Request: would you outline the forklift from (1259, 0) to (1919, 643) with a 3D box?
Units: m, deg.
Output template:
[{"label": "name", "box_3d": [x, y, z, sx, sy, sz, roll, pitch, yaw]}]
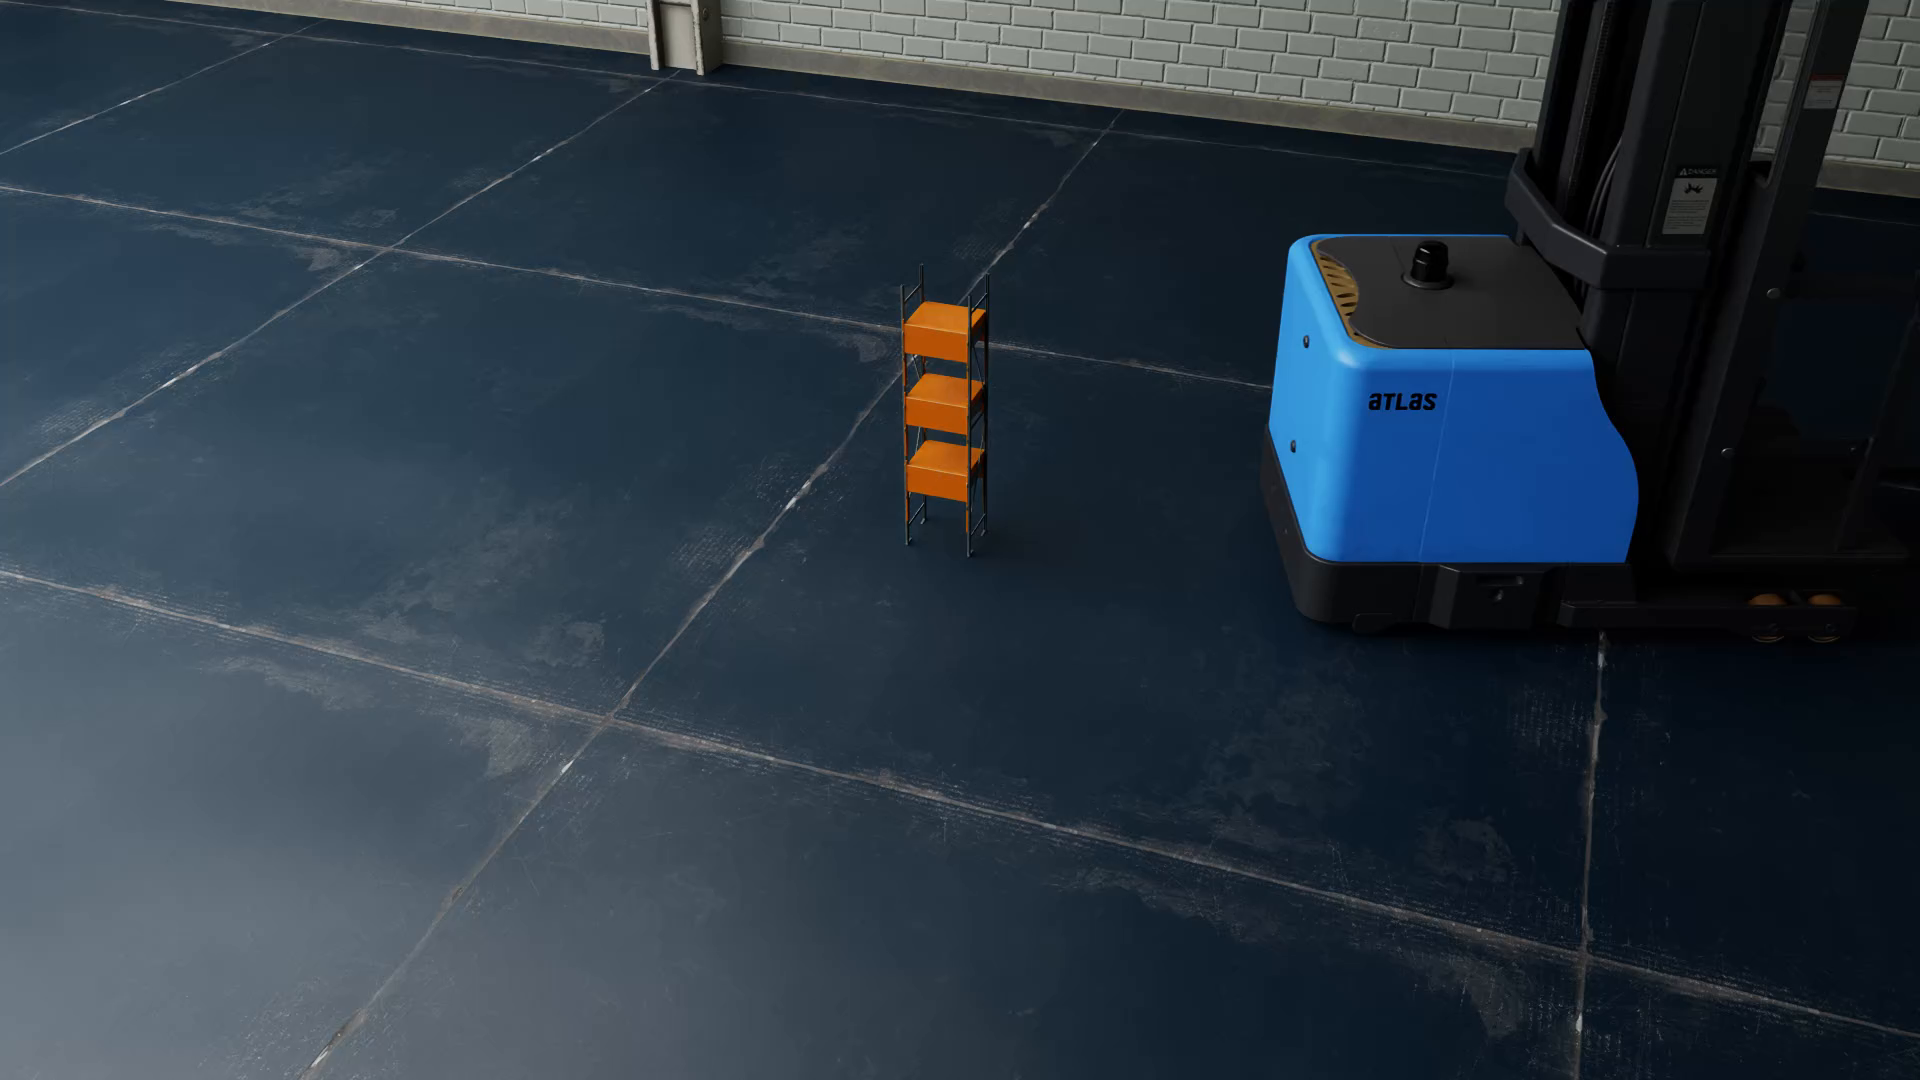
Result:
[{"label": "forklift", "box_3d": [2.678, -1.170, 5.360, 3.031, 2.935, 1.130, 0, 33, 0]}]

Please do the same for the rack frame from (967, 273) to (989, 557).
[{"label": "rack frame", "box_3d": [0.064, -0.429, 5.946, 0.008, 1.050, 0.200, 11, 34, 16]}]

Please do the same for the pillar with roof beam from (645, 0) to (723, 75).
[{"label": "pillar with roof beam", "box_3d": [-3.282, -4.780, 5.357, 0.400, 9.000, 9.100, 11, 34, 16]}]

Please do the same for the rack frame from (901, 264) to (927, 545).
[{"label": "rack frame", "box_3d": [-0.165, -0.473, 6.015, 0.008, 1.050, 0.200, 11, 34, 16]}]

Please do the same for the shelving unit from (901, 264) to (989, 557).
[{"label": "shelving unit", "box_3d": [-0.050, -0.451, 5.980, 0.252, 1.050, 0.215, 11, 34, 16]}]

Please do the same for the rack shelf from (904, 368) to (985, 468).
[{"label": "rack shelf", "box_3d": [-0.050, -0.442, 5.986, 0.240, 0.259, 0.215, 11, 34, 16]}]

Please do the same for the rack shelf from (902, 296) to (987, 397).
[{"label": "rack shelf", "box_3d": [-0.050, -0.680, 5.832, 0.240, 0.259, 0.215, 11, 34, 16]}]

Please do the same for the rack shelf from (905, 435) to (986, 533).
[{"label": "rack shelf", "box_3d": [-0.050, -0.208, 6.137, 0.240, 0.259, 0.215, 11, 34, 16]}]
